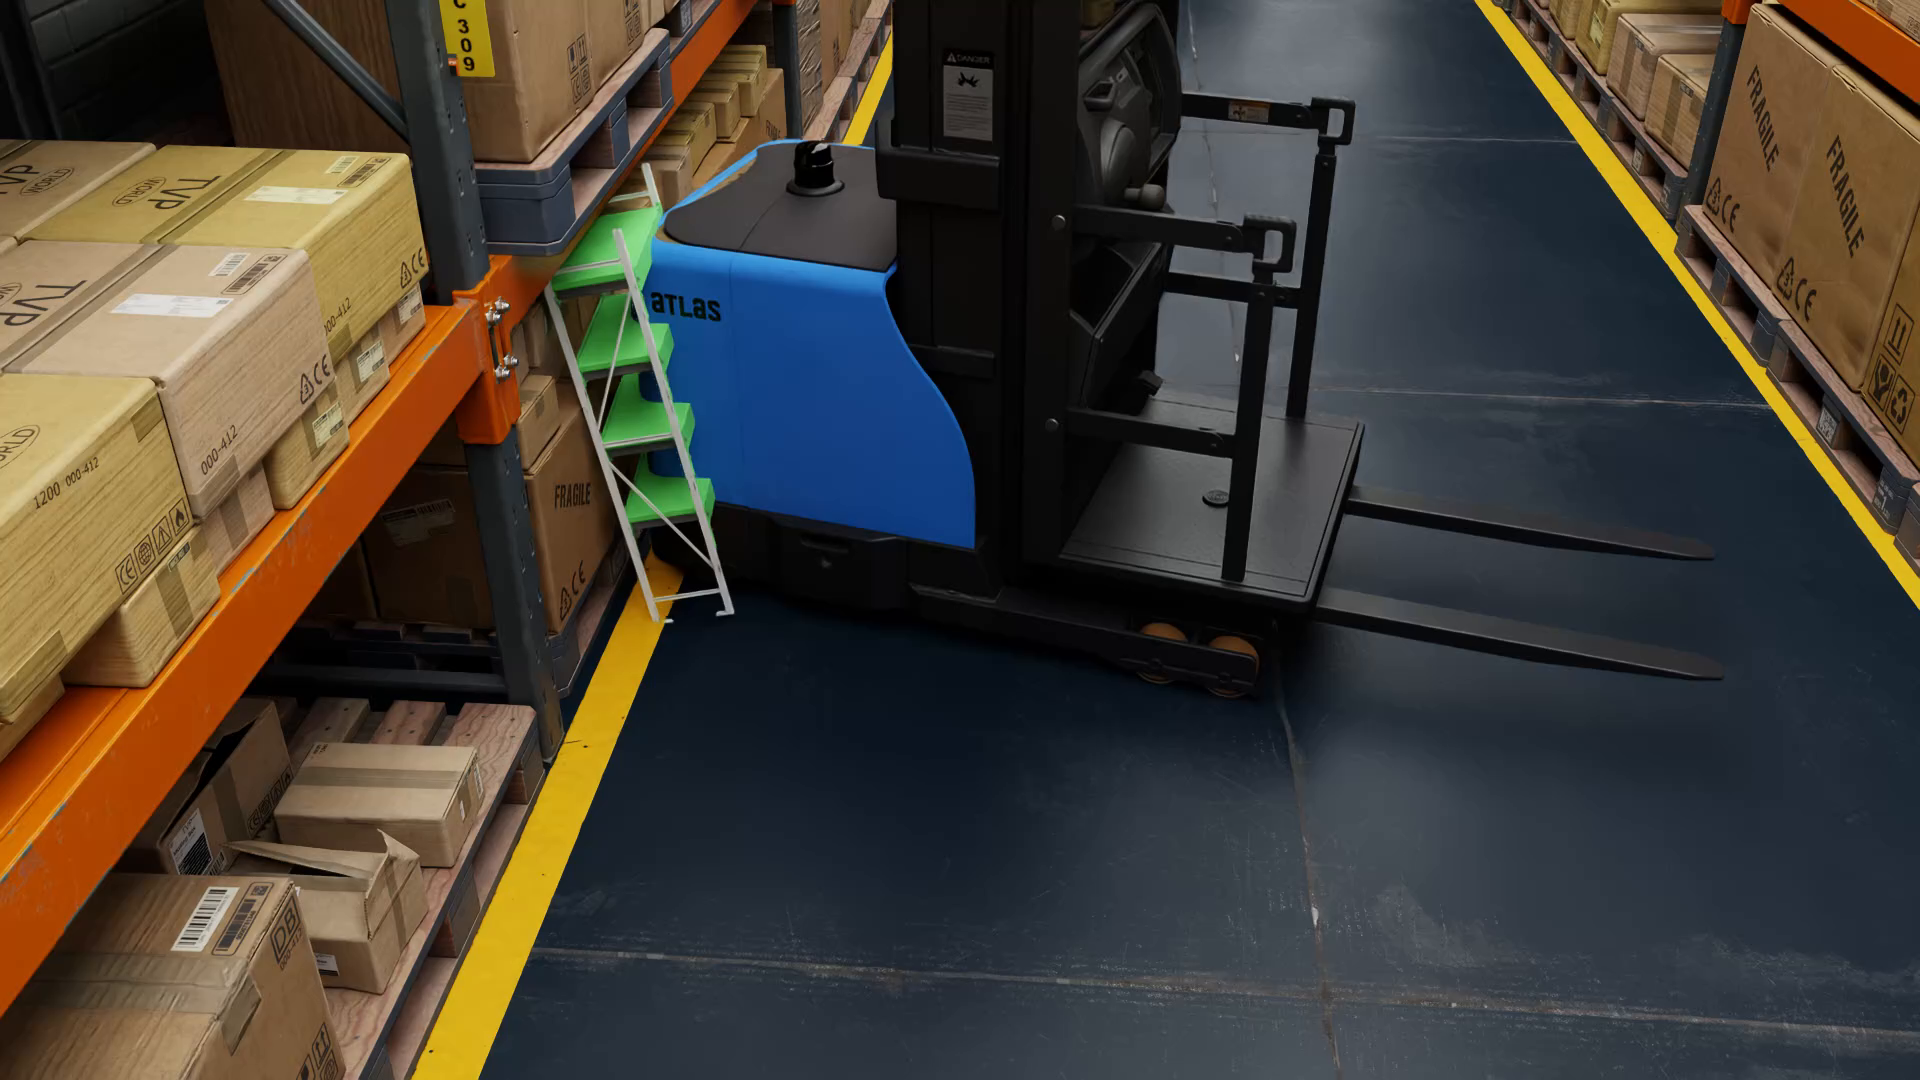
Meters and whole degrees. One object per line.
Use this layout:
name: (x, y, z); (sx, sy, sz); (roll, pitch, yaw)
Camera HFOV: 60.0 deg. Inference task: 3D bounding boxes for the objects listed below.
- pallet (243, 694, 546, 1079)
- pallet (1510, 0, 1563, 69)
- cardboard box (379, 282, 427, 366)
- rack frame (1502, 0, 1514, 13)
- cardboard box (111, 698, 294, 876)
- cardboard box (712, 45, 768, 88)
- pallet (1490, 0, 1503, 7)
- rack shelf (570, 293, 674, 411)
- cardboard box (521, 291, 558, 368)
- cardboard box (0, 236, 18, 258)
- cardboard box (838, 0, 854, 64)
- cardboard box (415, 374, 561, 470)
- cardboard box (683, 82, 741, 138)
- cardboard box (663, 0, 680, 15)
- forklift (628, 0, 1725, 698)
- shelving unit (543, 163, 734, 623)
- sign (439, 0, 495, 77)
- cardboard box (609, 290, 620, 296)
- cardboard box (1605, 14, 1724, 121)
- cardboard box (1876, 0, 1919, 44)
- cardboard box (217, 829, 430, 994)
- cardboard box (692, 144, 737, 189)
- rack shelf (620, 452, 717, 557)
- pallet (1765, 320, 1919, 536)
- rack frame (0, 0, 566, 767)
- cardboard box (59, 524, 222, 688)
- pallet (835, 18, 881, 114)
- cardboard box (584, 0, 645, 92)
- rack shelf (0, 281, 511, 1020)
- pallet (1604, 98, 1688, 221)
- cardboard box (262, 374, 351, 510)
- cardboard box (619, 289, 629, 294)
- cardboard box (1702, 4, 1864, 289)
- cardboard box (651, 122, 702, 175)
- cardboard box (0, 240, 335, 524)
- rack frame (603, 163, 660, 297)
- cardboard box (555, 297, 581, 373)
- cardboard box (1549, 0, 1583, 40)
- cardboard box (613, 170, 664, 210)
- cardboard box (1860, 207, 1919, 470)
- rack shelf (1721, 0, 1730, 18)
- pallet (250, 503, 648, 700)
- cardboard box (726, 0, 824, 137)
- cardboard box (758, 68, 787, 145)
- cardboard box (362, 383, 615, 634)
pallet: (-1.605, 0.801, 3.749); (1.003, 0.211, 1.213); (2, 32, 4)
pallet: (3.989, -3.124, 10.118); (1.003, 0.211, 1.213); (2, 32, 4)
cardboard box: (-1.323, -0.461, 3.378); (0.380, 0.149, 0.250); (3, 32, 5)
rack frame: (4.050, -4.718, 10.047); (1.000, 3.000, 0.127); (2, 32, 4)
cardboard box: (-1.838, 0.556, 3.651); (0.500, 0.311, 0.500); (4, 32, 6)
cardboard box: (-1.010, -1.959, 6.933); (0.380, 0.149, 0.250); (1, 32, 2)
pallet: (4.070, -3.884, 11.351); (1.003, 0.211, 1.213); (2, 32, 4)
rack shelf: (-0.911, -0.547, 4.656); (0.258, 0.148, 0.480); (-9, 32, 5)
cardboard box: (-1.281, -0.577, 4.407); (0.380, 0.149, 0.250); (1, 32, 2)
cardboard box: (-1.892, -0.298, 2.734); (0.500, 0.250, 0.500); (2, 32, 4)
cardboard box: (-1.058, -3.024, 9.162); (0.875, 0.625, 0.625); (1, 32, 2)
cardboard box: (-1.254, -0.312, 4.262); (0.380, 0.149, 0.250); (4, 32, 6)
cardboard box: (-1.067, -1.679, 6.479); (0.380, 0.149, 0.250); (1, 32, 2)
cardboard box: (-1.180, -1.891, 4.964); (0.700, 0.500, 0.500); (2, 32, 4)
forklift: (0.635, -1.131, 4.292); (3.031, 2.935, 1.130); (10, 33, 16)
shelving unit: (-0.881, -0.401, 4.749); (0.258, 1.200, 0.503); (-9, 32, 5)
sign: (-1.007, -1.095, 3.342); (0.100, 0.325, 0.005); (2, 32, 4)
cardboard box: (-1.233, -0.868, 5.164); (0.380, 0.149, 0.250); (2, 32, 4)
cardboard box: (3.833, -2.368, 8.338); (0.950, 0.372, 0.625); (2, 32, 3)
cardboard box: (3.361, -1.774, 5.413); (0.500, 0.250, 0.500); (3, 32, 6)
cardboard box: (-1.330, 0.730, 3.411); (0.396, 0.266, 0.258); (4, 32, 6)
cardboard box: (-1.134, -1.186, 6.298); (0.500, 0.500, 0.500); (4, 32, 6)
rack shelf: (-0.830, -0.147, 4.909); (0.258, 0.148, 0.480); (-9, 32, 5)
pallet: (3.484, -0.394, 5.689); (1.003, 0.211, 1.213); (2, 32, 4)
rack frame: (-1.548, -0.745, 3.600); (1.000, 3.000, 0.127); (2, 32, 4)
cardboard box: (-1.360, 0.084, 2.494); (0.380, 0.149, 0.250); (2, 32, 3)
pallet: (-1.015, -2.715, 9.454); (1.003, 0.211, 1.213); (2, 32, 4)
cardboard box: (-1.244, -1.481, 4.298); (0.700, 0.500, 0.500); (3, 32, 5)
rack shelf: (-1.711, 0.607, 2.092); (1.077, 0.370, 4.000); (2, 32, 4)
pallet: (3.790, -1.848, 8.048); (1.003, 0.211, 1.213); (2, 32, 4)
cardboard box: (-1.319, -0.187, 2.933); (0.380, 0.149, 0.250); (3, 32, 5)
cardboard box: (-1.206, -0.643, 5.416); (0.500, 0.500, 0.500); (2, 32, 3)
cardboard box: (3.586, -1.543, 6.520); (0.875, 0.875, 0.875); (2, 32, 4)
cardboard box: (-1.154, -1.412, 6.046); (0.380, 0.149, 0.250); (2, 32, 3)
cardboard box: (-1.373, -0.269, 2.686); (0.500, 0.250, 0.500); (3, 32, 4)
rack frame: (-0.884, -0.531, 4.956); (0.240, 1.200, 0.015); (-9, 32, 5)
cardboard box: (-1.299, -0.595, 4.721); (0.380, 0.149, 0.250); (1, 32, 1)
cardboard box: (3.955, -3.128, 9.571); (0.950, 0.372, 0.625); (4, 32, 7)
cardboard box: (-1.217, -1.140, 5.605); (0.380, 0.149, 0.250); (3, 32, 4)
cardboard box: (3.436, -0.610, 5.005); (0.875, 0.875, 0.875); (3, 32, 5)
rack shelf: (3.888, -3.366, 8.539); (1.077, 0.370, 4.000); (2, 32, 4)
pallet: (-1.520, 0.015, 5.025); (1.003, 0.211, 1.213); (2, 32, 4)
cardboard box: (-1.158, -2.330, 8.035); (0.875, 0.625, 0.625); (3, 32, 6)
cardboard box: (-1.043, -1.721, 7.166); (0.500, 0.500, 0.500); (3, 32, 5)
cardboard box: (-1.285, -0.103, 4.541); (0.500, 0.500, 0.500); (4, 32, 6)
